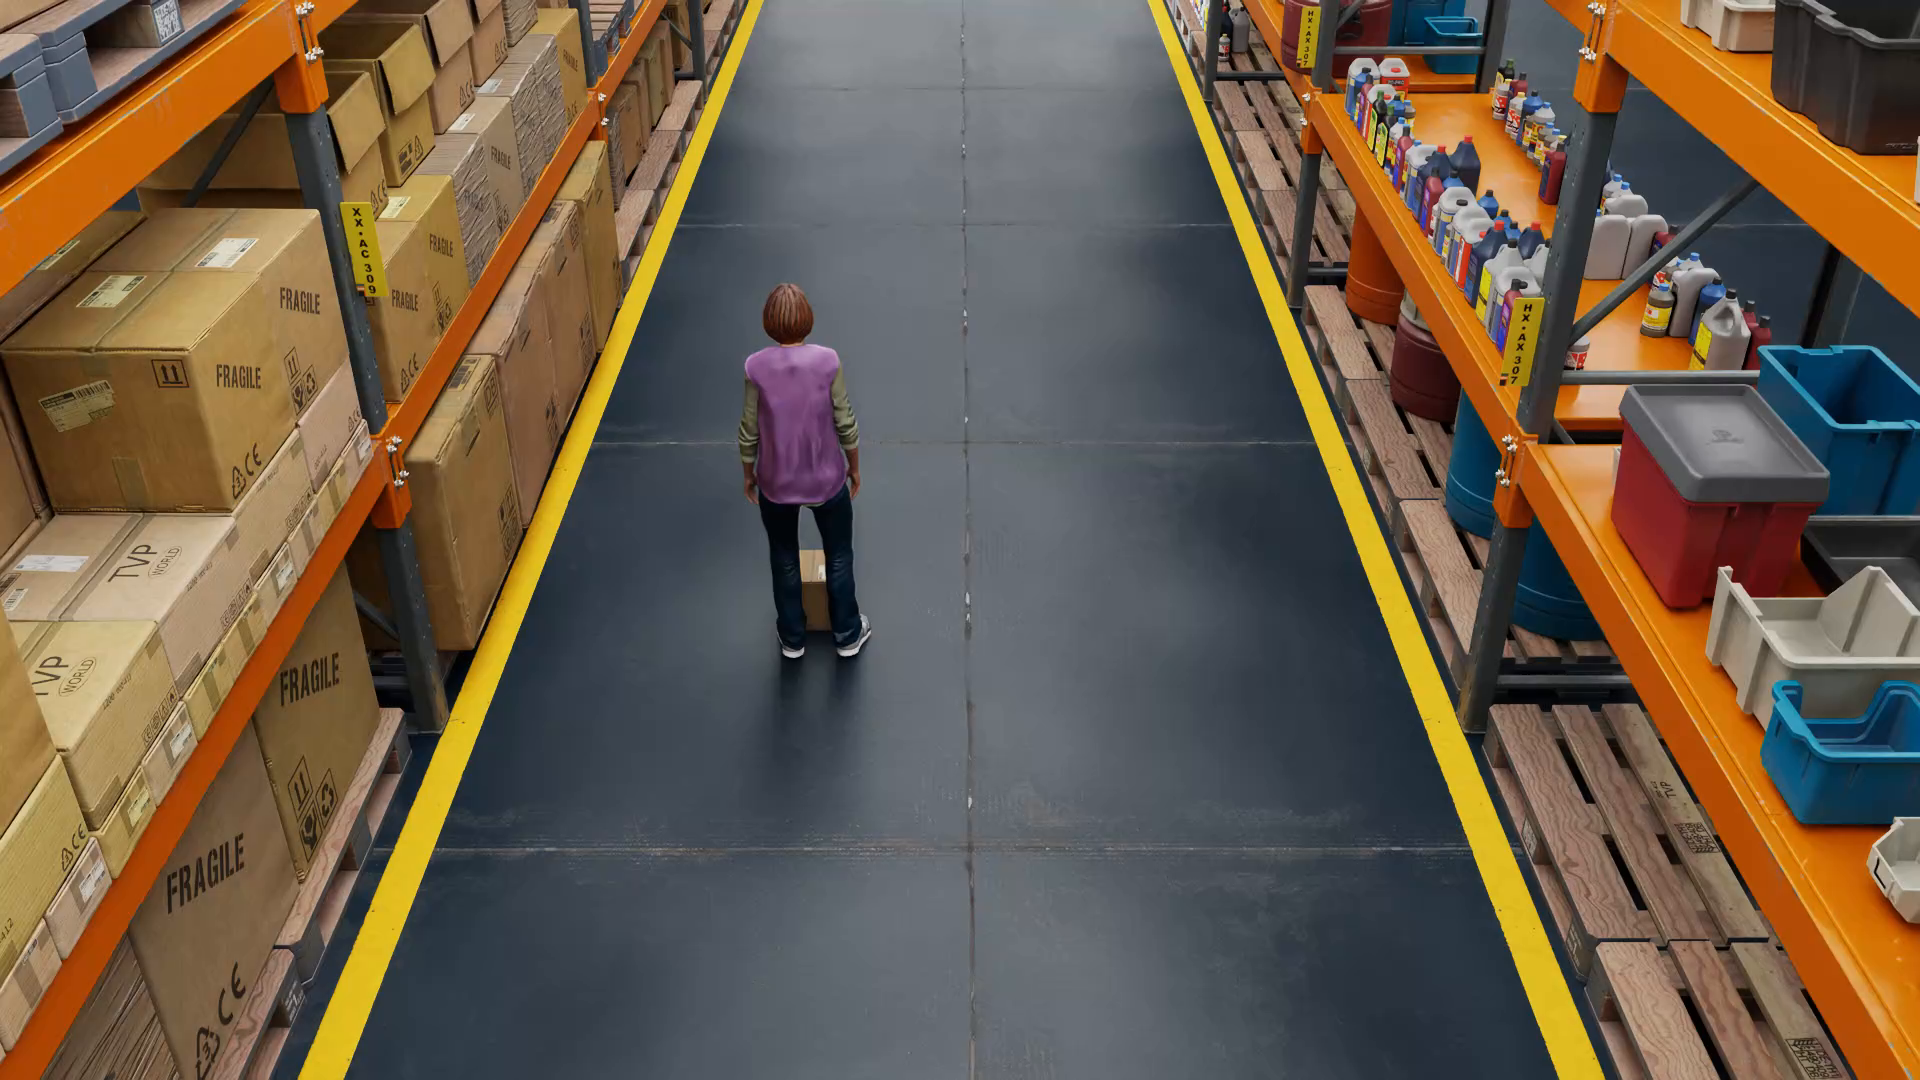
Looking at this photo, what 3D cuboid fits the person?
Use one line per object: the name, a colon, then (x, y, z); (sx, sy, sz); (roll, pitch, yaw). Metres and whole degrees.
person: (-0.613, -0.232, 6.517); (0.485, 1.593, 0.342); (-2, 32, -3)
